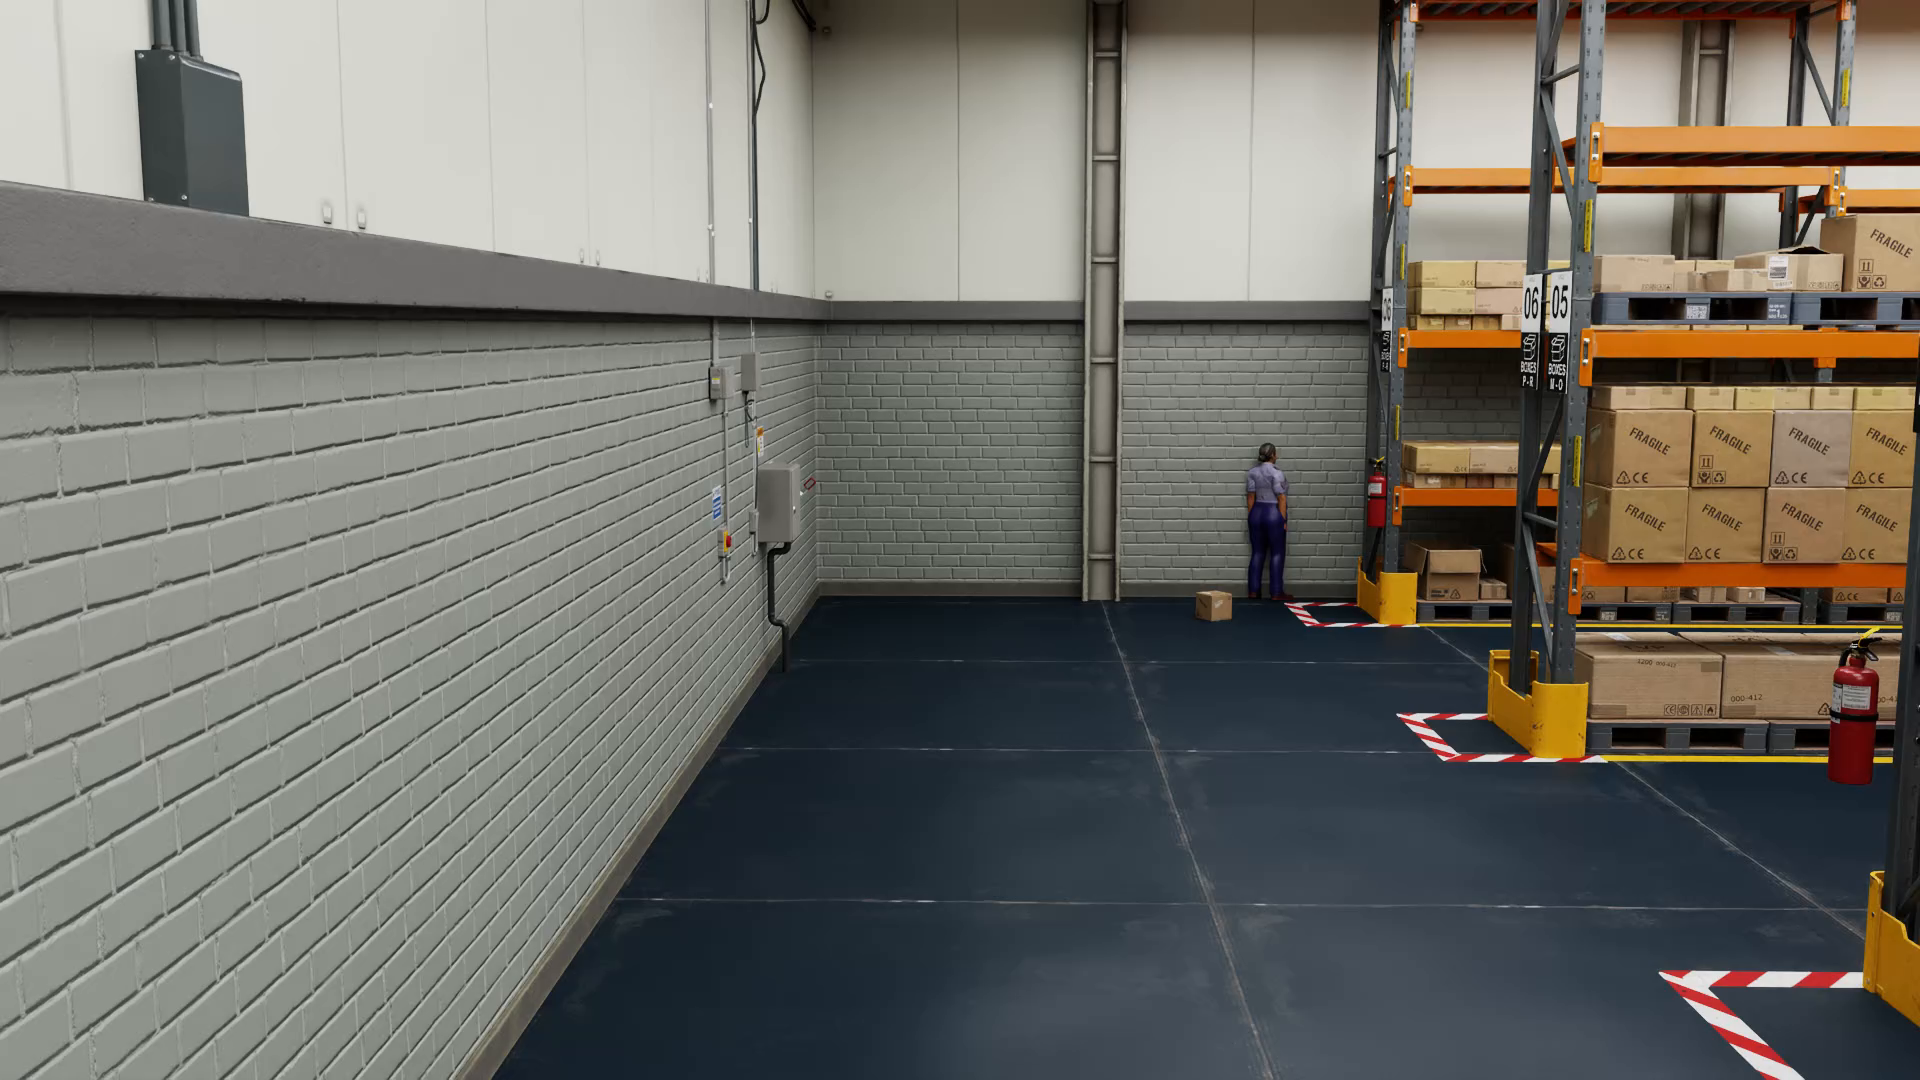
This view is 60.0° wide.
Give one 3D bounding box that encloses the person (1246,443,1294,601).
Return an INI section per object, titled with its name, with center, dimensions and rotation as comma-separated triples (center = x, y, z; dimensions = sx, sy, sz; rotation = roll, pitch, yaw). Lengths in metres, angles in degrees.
[person]
center = 3.228, -0.185, 17.355
dimensions = 0.473, 1.632, 0.364
rotation = 7, 10, 43
